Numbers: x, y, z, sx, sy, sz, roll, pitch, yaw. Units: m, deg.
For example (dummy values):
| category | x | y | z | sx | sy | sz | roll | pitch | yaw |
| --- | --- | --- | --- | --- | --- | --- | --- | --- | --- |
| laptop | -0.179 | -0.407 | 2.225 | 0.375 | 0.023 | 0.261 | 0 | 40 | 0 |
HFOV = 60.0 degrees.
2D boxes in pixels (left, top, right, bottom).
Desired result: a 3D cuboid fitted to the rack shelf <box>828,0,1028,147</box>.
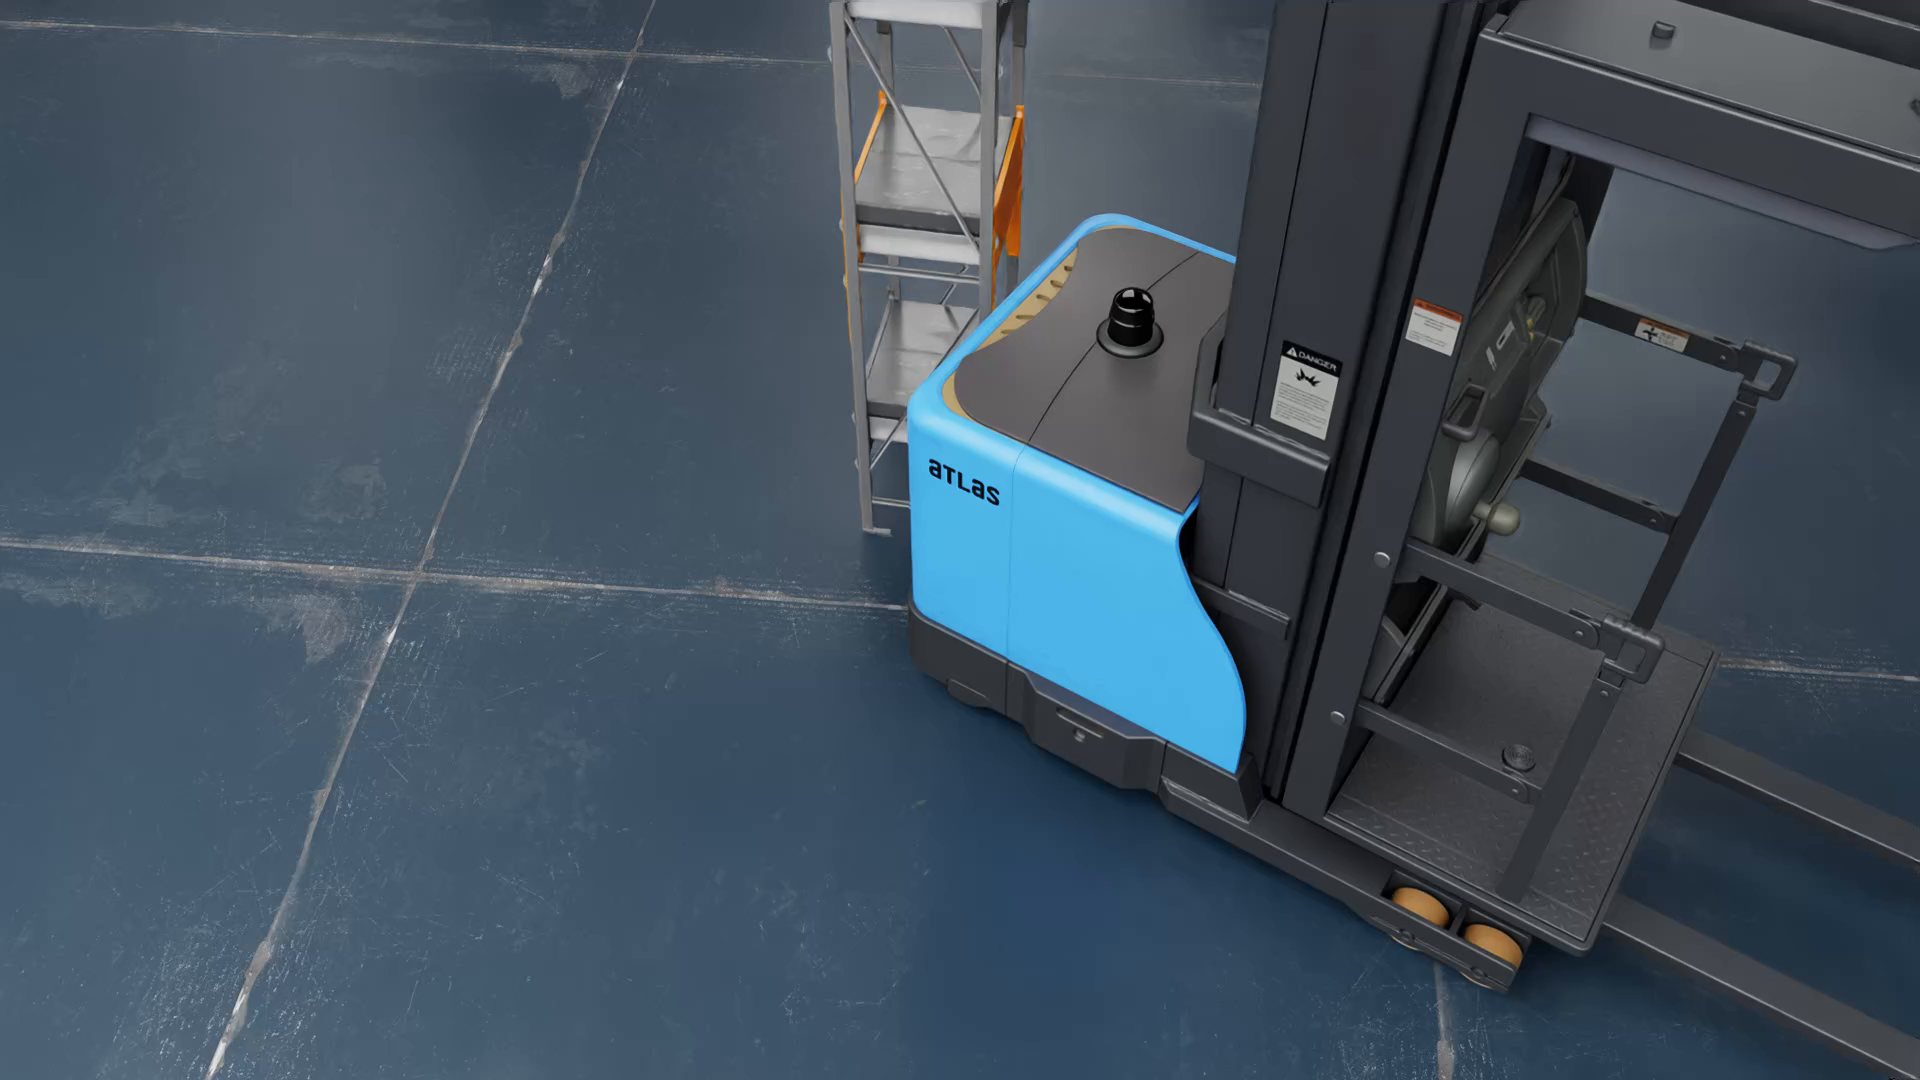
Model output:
| category | x | y | z | sx | sy | sz | roll | pitch | yaw |
| --- | --- | --- | --- | --- | --- | --- | --- | --- | --- |
| rack shelf | -0.066 | -1.354 | 4.135 | 0.431 | 0.518 | 0.480 | 8 | 48 | 7 |

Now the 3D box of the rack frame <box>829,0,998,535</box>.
| category | x | y | z | sx | sy | sz | roll | pitch | yaw |
| --- | --- | --- | --- | --- | --- | --- | --- | --- | --- |
| rack frame | -0.110 | -0.714 | 4.480 | 0.400 | 2.100 | 0.015 | 8 | 48 | 7 |

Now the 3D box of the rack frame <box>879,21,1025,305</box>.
| category | x | y | z | sx | sy | sz | roll | pitch | yaw |
| --- | --- | --- | --- | --- | --- | --- | --- | --- | --- |
| rack frame | -0.022 | -1.068 | 4.804 | 0.400 | 2.100 | 0.015 | 8 | 48 | 7 |

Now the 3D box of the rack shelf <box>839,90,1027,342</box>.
| category | x | y | z | sx | sy | sz | roll | pitch | yaw |
| --- | --- | --- | --- | --- | --- | --- | --- | --- | --- |
| rack shelf | -0.066 | -0.881 | 4.652 | 0.431 | 0.518 | 0.480 | 8 | 48 | 7 |

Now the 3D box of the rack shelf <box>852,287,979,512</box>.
| category | x | y | z | sx | sy | sz | roll | pitch | yaw |
| --- | --- | --- | --- | --- | --- | --- | --- | --- | --- |
| rack shelf | -0.066 | -0.409 | 5.168 | 0.431 | 0.518 | 0.480 | 8 | 48 | 7 |

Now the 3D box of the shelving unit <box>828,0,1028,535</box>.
| category | x | y | z | sx | sy | sz | roll | pitch | yaw |
| --- | --- | --- | --- | --- | --- | --- | --- | --- | --- |
| shelving unit | -0.066 | -0.891 | 4.642 | 0.431 | 2.100 | 0.503 | 8 | 48 | 7 |

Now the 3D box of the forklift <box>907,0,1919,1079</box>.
| category | x | y | z | sx | sy | sz | roll | pitch | yaw |
| --- | --- | --- | --- | --- | --- | --- | --- | --- | --- |
| forklift | 1.366 | -0.310 | 3.547 | 3.031 | 2.935 | 1.130 | 26 | 53 | 22 |
